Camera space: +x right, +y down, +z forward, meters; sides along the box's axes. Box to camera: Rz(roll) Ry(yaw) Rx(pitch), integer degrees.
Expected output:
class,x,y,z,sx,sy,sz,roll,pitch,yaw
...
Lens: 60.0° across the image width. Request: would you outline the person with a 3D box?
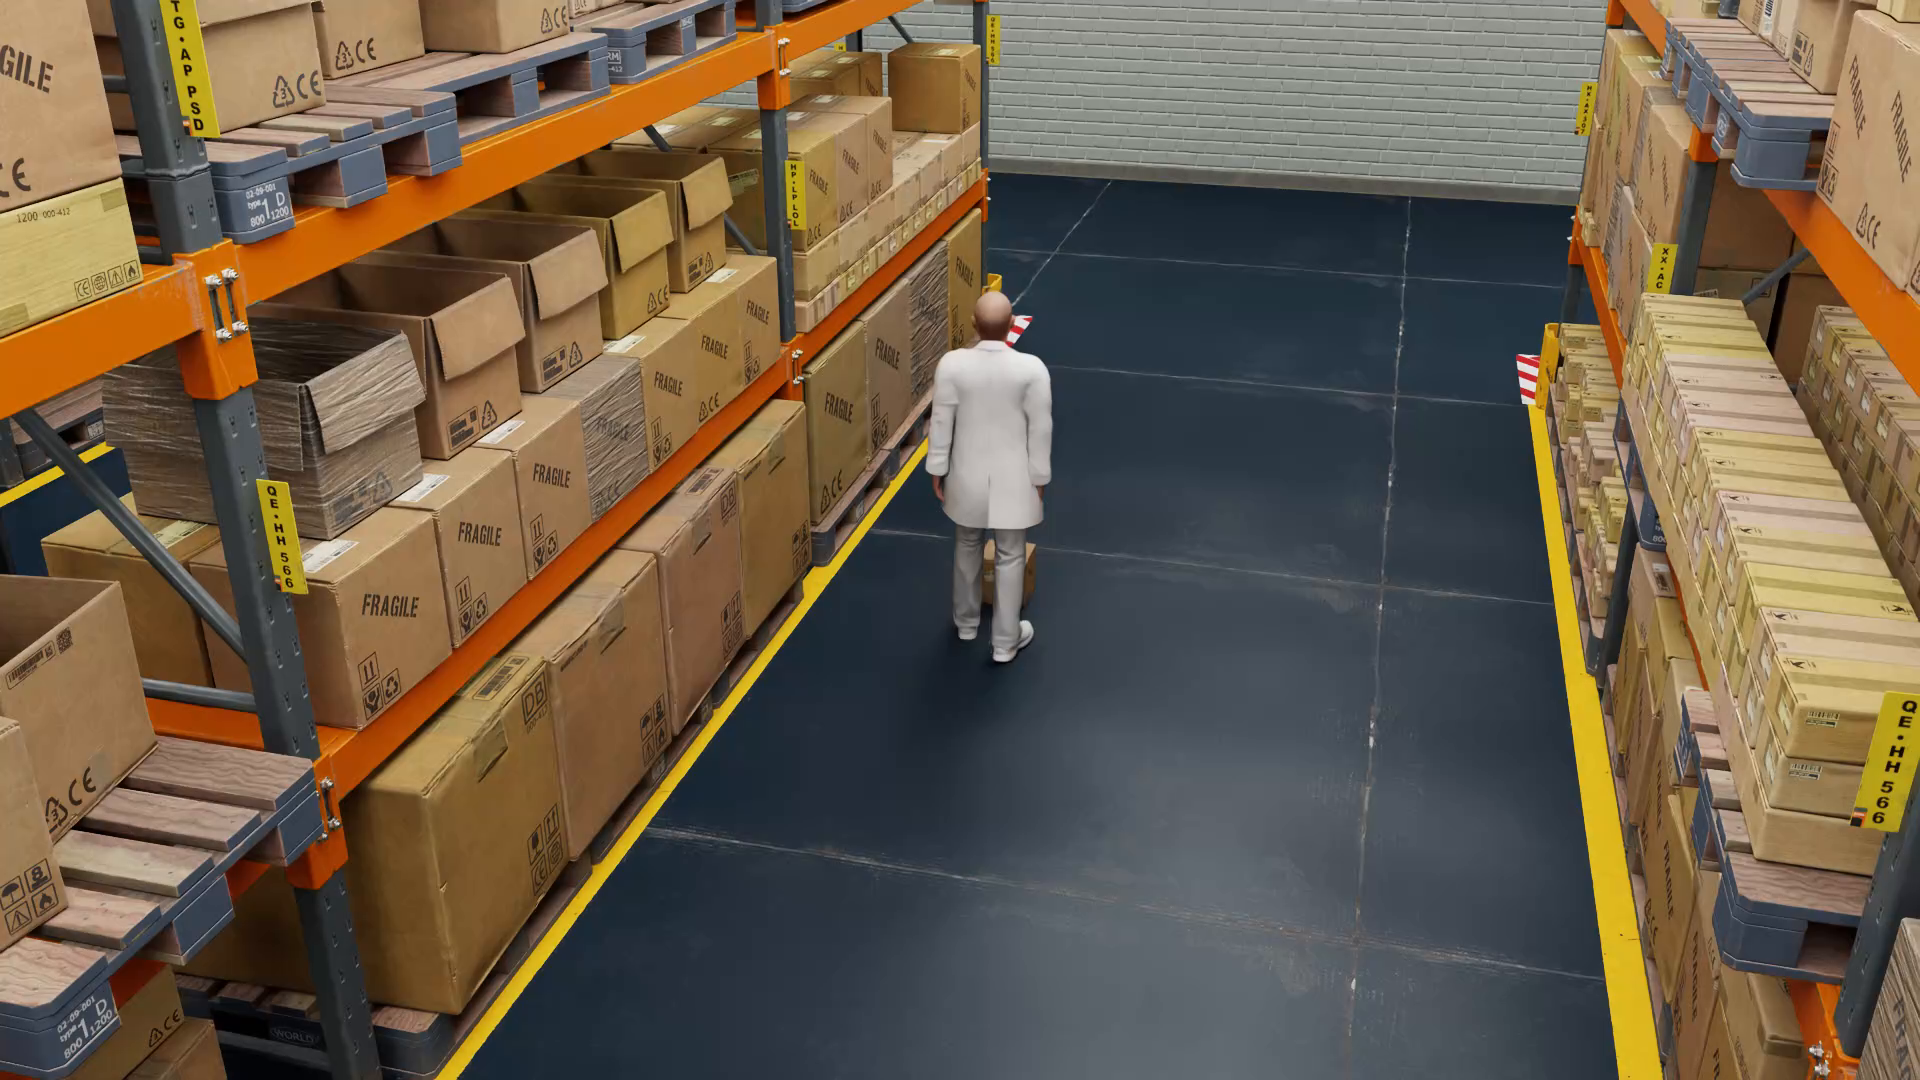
class,x,y,z,sx,sy,sz,roll,pitch,yaw
person,0.147,-0.334,7.842,0.596,1.781,0.576,4,25,9
